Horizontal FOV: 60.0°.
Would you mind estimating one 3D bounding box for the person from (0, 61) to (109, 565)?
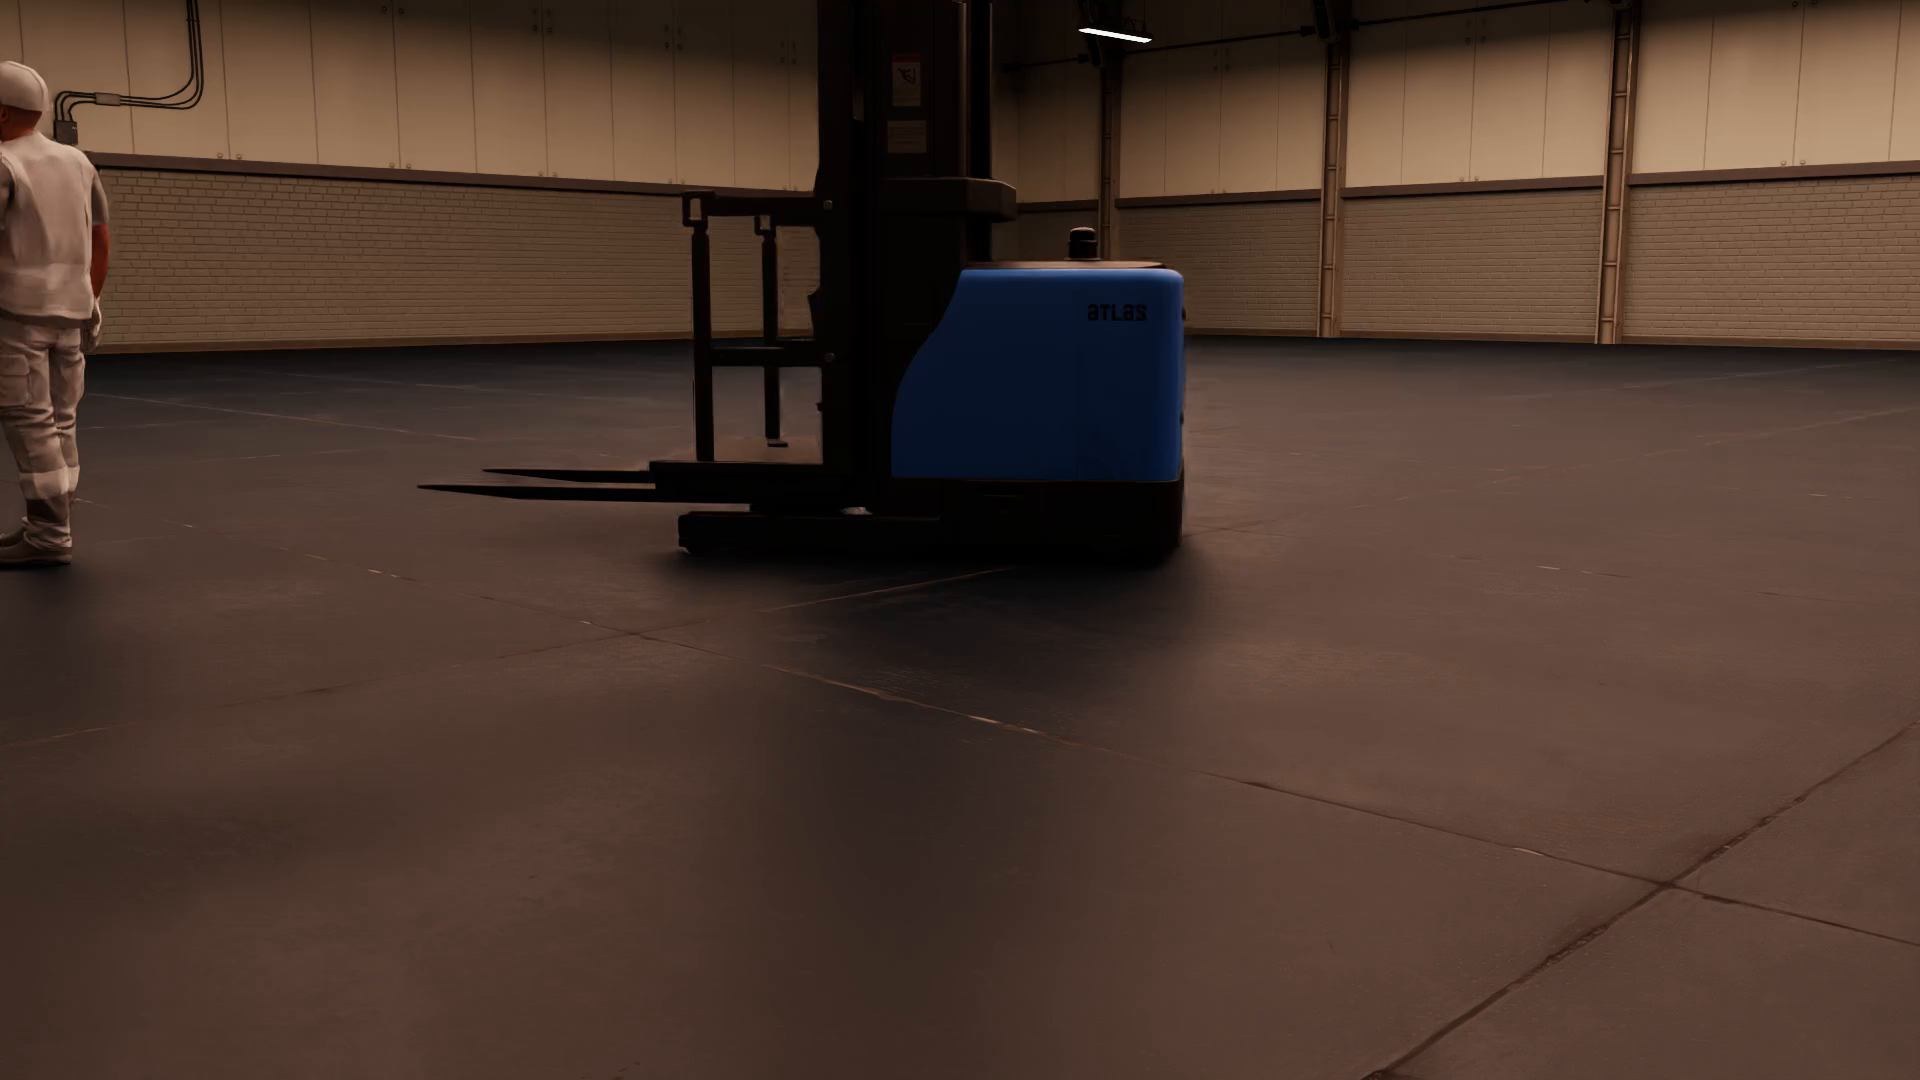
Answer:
[{"bbox_3d":[-3.462,-0.805,6.041,0.613,1.790,0.656,3,9,16],"label":"person"}]

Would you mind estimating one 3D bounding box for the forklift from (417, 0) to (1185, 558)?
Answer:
[{"bbox_3d":[-0.629,-1.460,6.573,3.031,2.935,1.130,1,9,8],"label":"forklift"}]
